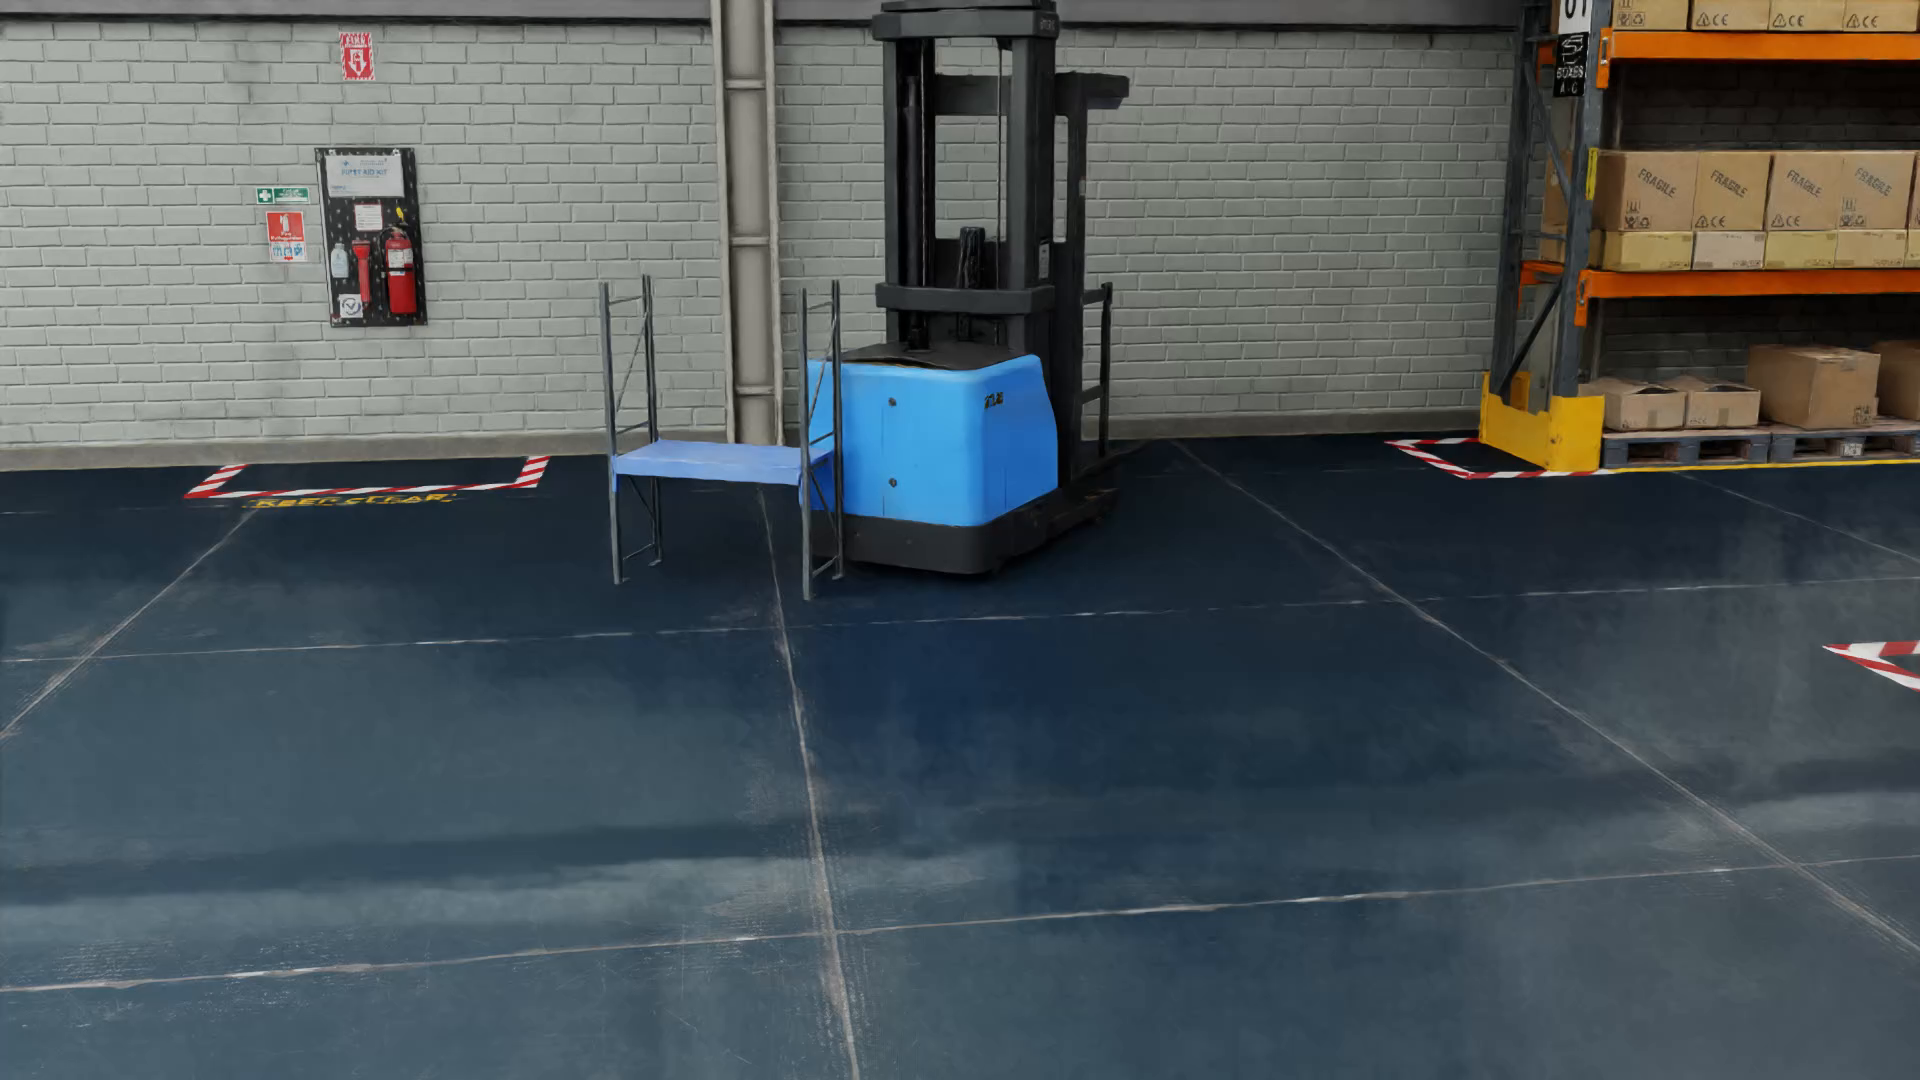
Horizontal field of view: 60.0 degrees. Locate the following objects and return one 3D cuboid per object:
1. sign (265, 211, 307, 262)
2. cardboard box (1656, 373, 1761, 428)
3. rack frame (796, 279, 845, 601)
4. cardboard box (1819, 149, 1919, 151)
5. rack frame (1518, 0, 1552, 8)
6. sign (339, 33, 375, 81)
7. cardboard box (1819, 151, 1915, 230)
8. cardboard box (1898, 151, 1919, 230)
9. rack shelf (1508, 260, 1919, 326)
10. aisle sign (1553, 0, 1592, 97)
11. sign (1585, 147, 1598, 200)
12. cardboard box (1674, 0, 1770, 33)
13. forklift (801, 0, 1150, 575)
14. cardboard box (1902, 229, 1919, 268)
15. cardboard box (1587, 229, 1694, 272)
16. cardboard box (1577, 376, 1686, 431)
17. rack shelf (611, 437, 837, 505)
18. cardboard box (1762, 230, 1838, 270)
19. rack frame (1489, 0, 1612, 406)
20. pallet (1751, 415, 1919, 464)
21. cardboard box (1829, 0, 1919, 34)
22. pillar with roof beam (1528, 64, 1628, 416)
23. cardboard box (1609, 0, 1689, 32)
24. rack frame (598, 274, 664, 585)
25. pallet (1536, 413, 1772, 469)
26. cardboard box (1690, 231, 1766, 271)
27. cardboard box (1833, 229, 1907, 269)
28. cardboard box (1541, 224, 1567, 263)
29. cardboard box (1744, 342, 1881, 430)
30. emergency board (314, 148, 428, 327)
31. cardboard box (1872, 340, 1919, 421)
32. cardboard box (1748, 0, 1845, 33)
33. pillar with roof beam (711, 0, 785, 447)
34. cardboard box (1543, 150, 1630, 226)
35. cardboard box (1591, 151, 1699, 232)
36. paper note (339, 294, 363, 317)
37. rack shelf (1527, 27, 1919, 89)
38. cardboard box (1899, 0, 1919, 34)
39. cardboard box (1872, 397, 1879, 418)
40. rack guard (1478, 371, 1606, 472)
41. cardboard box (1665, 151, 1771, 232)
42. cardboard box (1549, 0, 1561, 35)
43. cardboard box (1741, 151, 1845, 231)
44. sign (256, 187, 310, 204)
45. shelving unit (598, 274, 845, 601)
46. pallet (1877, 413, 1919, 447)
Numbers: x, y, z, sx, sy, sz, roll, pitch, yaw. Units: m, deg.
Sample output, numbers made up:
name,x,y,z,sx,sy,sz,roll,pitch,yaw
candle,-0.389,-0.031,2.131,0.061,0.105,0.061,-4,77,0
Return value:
name,x,y,z,sx,sy,sz,roll,pitch,yaw
sign,-4.444,-2.003,10.970,0.234,0.329,0.001,-2,14,-8
cardboard box,5.199,-0.979,11.582,0.500,0.311,0.500,-1,14,-4
rack frame,-0.674,-0.493,8.103,0.032,1.500,0.500,4,15,16
cardboard box,6.391,-2.490,11.709,0.500,0.500,0.500,-2,14,-7
rack frame,3.937,-4.956,10.482,0.127,3.000,1.000,-2,14,-8
sign,-3.905,-3.129,10.768,0.199,0.298,0.001,-2,14,-8
cardboard box,5.965,-2.346,11.134,0.500,0.500,0.500,-2,14,-7
cardboard box,6.479,-2.365,11.210,0.500,0.500,0.500,-3,14,-10
rack shelf,5.915,-1.769,11.589,4.000,0.370,1.077,-2,14,-8
aisle sign,3.911,-3.232,10.598,0.004,0.787,0.394,-2,14,-8
sign,4.018,-2.335,10.587,0.005,0.325,0.100,-2,14,-8
cardboard box,4.842,-3.522,10.685,0.500,0.500,0.500,-1,14,-5
forklift,0.276,-1.559,9.412,1.130,2.935,3.031,7,16,25
cardboard box,6.480,-1.999,11.295,0.500,0.250,0.500,-2,14,-9
cardboard box,4.467,-1.924,10.994,0.500,0.250,0.500,-3,14,-10
cardboard box,4.635,-0.958,11.499,0.500,0.311,0.500,-4,15,-15
rack shelf,-1.162,-0.352,8.283,1.000,0.185,0.538,4,15,16
cardboard box,5.483,-1.963,11.151,0.500,0.250,0.500,-2,14,-9
rack frame,3.937,-2.046,11.212,0.127,3.000,1.000,-2,14,-8
pallet,6.025,-0.760,11.819,1.213,0.211,1.003,-2,14,-8
cardboard box,5.881,-3.566,10.861,0.500,0.500,0.500,-1,14,-5
pillar with roof beam,5.142,-4.153,7.284,0.400,9.000,9.100,-2,14,-8
cardboard box,4.305,-3.511,10.641,0.500,0.500,0.500,-2,14,-7
rack frame,-1.650,-0.561,8.377,0.032,1.500,0.500,4,15,16
pallet,4.821,-0.717,11.646,1.213,0.211,1.003,-2,14,-8
cardboard box,4.978,-1.946,11.083,0.500,0.250,0.500,-3,14,-10
cardboard box,5.983,-1.981,11.222,0.500,0.250,0.500,-2,14,-8
cardboard box,4.371,-2.046,11.482,0.500,0.250,0.500,-2,14,-7
cardboard box,5.931,-1.085,11.617,0.500,0.500,0.700,-3,14,-12
emergency board,-3.882,-1.981,10.956,0.643,1.169,0.194,-2,14,-8
cardboard box,6.872,-1.144,11.852,0.500,0.500,0.500,-3,14,-13
cardboard box,5.354,-3.541,10.763,0.500,0.500,0.500,-1,14,-6
pillar with roof beam,-0.791,-3.936,6.417,0.400,9.000,9.100,-2,14,-8
cardboard box,4.372,-2.415,11.409,0.500,0.500,0.500,-2,14,-9
cardboard box,4.454,-2.291,10.918,0.500,0.500,0.500,-2,14,-8
paper note,-4.067,-1.564,11.103,0.142,0.148,0.016,-2,14,-8
rack shelf,5.915,-3.224,11.224,4.000,0.370,1.077,-2,14,-8
cardboard box,6.386,-3.581,10.923,0.500,0.500,0.500,-3,14,-11
cardboard box,6.308,-0.968,11.872,0.250,0.149,0.380,-3,14,-13
rack guard,4.012,-0.836,11.527,0.348,0.500,1.175,-2,14,-8
cardboard box,4.944,-2.307,10.979,0.500,0.500,0.500,-2,14,-8
cardboard box,4.312,-3.635,11.136,0.500,0.500,0.500,-1,14,-4
cardboard box,5.456,-2.324,11.048,0.500,0.500,0.500,-3,14,-10
sign,-4.438,-2.258,10.898,0.331,0.109,0.001,-2,14,-8
shelving unit,-1.162,-0.527,8.240,1.048,1.500,0.538,4,15,16
pallet,7.234,-0.805,11.998,1.213,0.211,1.003,-2,14,-8
